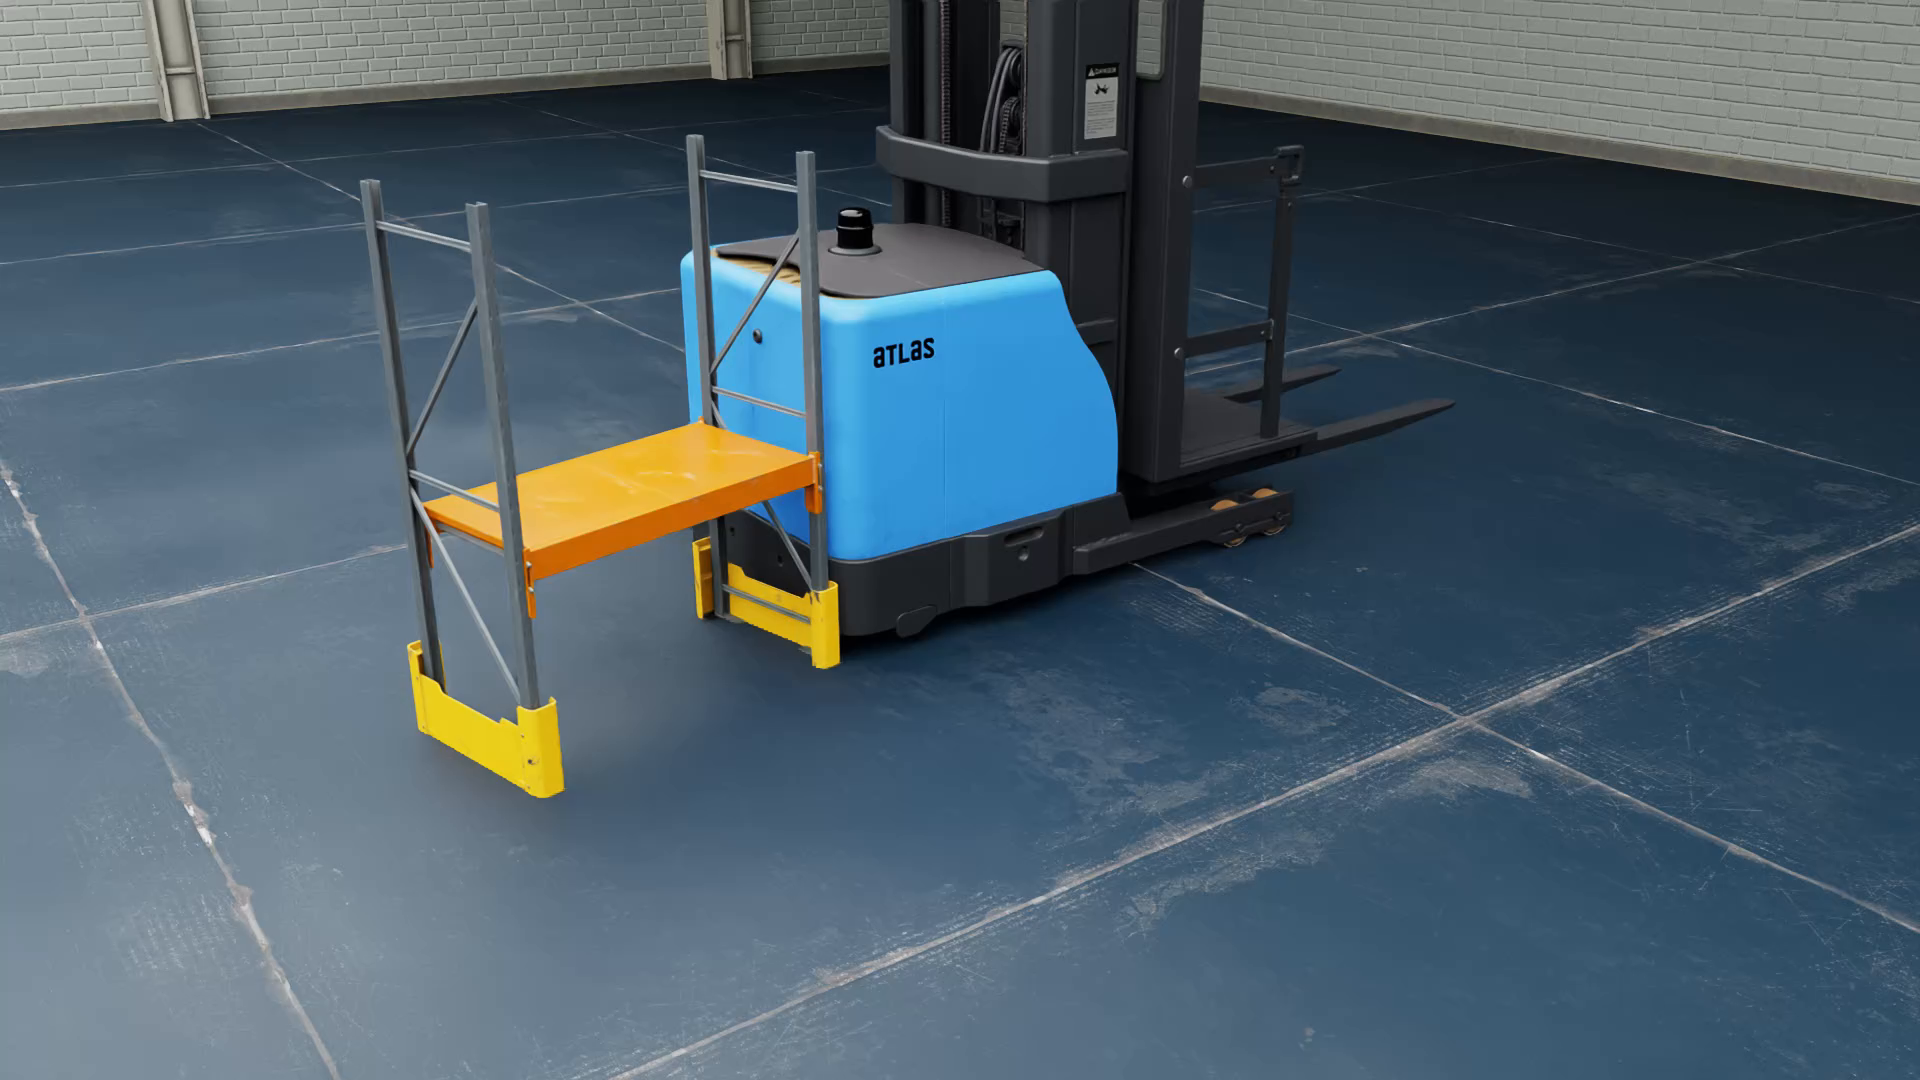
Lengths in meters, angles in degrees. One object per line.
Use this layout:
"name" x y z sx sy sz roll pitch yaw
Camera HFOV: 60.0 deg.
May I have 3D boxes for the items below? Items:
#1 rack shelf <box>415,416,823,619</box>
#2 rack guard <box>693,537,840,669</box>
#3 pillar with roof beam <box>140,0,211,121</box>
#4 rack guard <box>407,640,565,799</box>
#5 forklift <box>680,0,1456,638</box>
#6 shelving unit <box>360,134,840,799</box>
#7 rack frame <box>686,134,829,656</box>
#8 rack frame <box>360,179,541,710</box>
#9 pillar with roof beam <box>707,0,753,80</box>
"rack shelf" -0.922 -0.090 4.585 0.538 0.185 1.000 18 28 38
"rack guard" -0.597 0.187 5.089 0.587 0.250 0.087 18 28 38
"pillar with roof beam" -5.024 -6.992 11.276 0.400 9.000 9.100 -15 26 -33
"rack guard" -1.258 0.464 4.397 0.587 0.250 0.087 18 28 38
"forklift" 0.577 -1.478 5.645 3.031 2.935 1.130 -15 26 -33
"shelving unit" -0.928 -0.255 4.512 0.587 1.500 1.083 18 28 38
"rack frame" -0.584 -0.398 4.871 0.500 1.500 0.032 18 28 38
"rack frame" -1.259 -0.117 4.165 0.500 1.500 0.032 18 28 38
"pillar with roof beam" -0.154 -8.290 14.530 0.400 9.000 9.100 -15 26 -33
